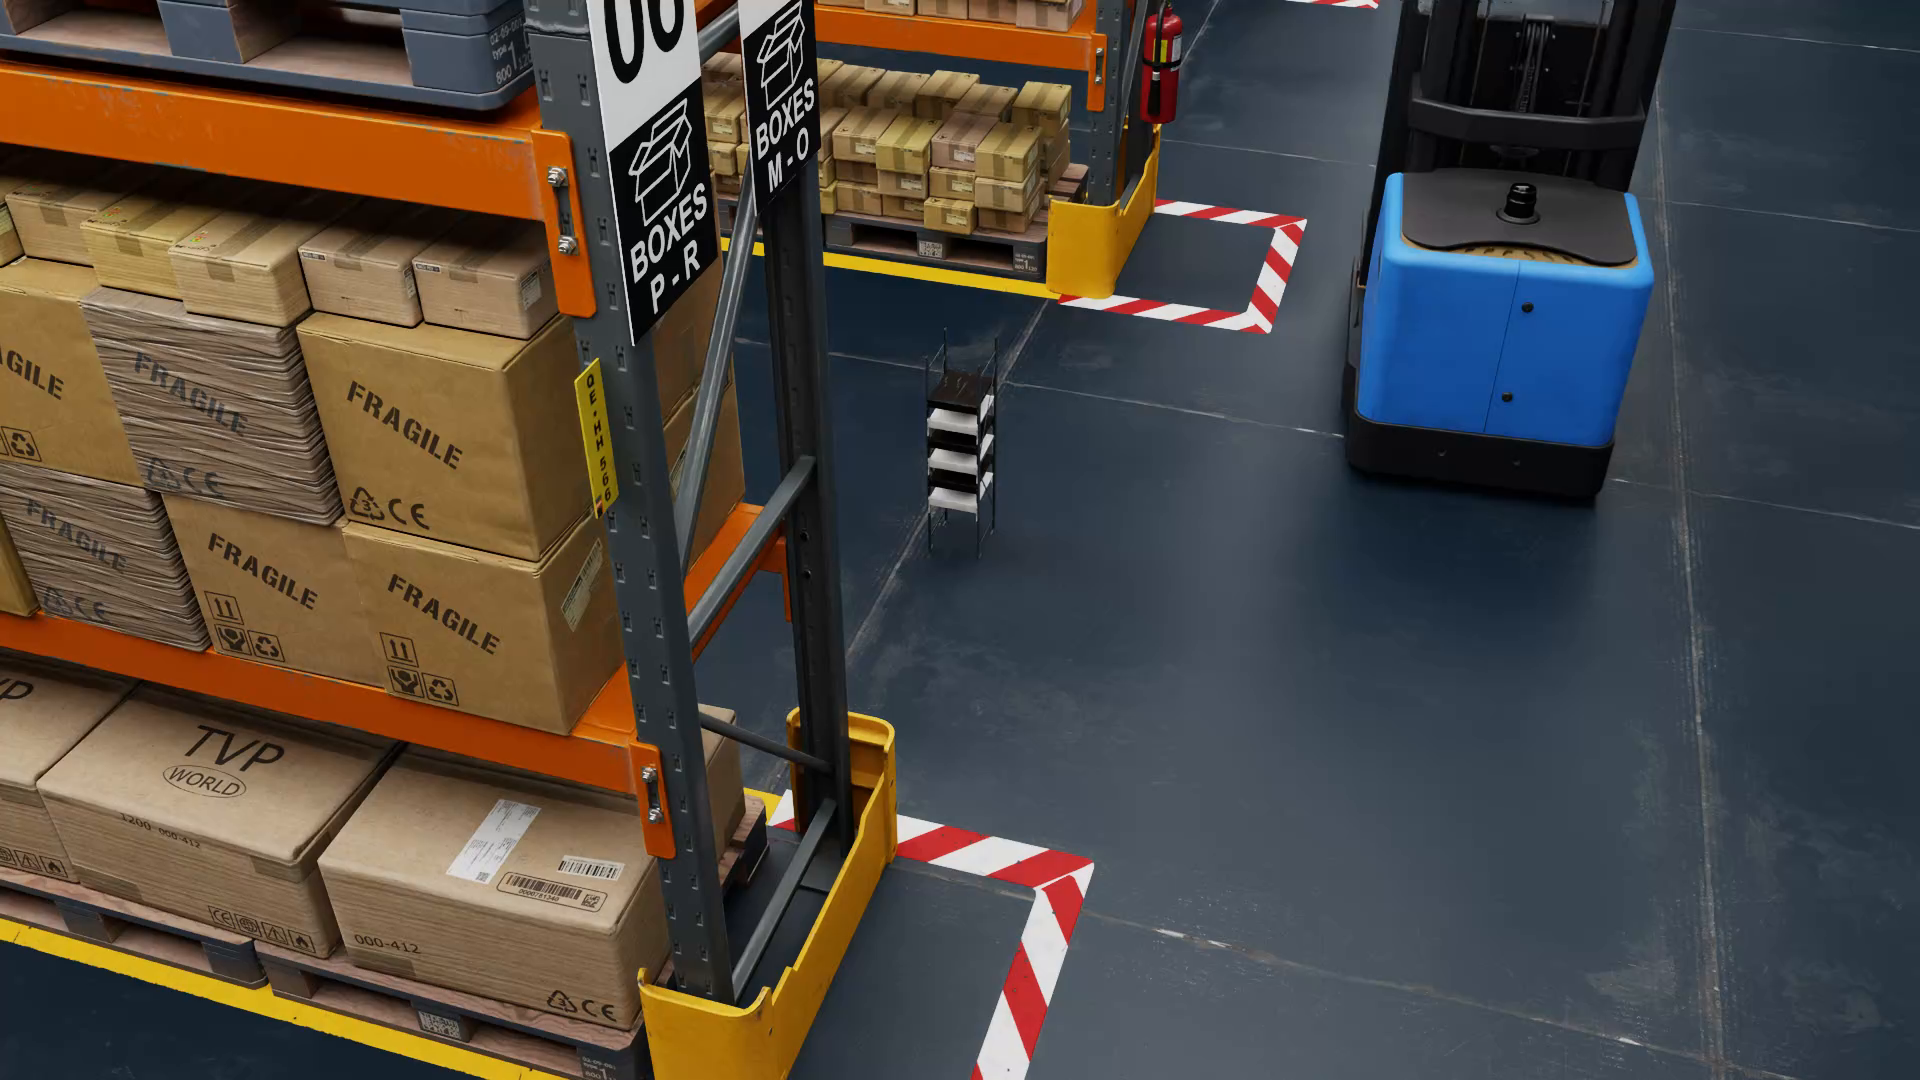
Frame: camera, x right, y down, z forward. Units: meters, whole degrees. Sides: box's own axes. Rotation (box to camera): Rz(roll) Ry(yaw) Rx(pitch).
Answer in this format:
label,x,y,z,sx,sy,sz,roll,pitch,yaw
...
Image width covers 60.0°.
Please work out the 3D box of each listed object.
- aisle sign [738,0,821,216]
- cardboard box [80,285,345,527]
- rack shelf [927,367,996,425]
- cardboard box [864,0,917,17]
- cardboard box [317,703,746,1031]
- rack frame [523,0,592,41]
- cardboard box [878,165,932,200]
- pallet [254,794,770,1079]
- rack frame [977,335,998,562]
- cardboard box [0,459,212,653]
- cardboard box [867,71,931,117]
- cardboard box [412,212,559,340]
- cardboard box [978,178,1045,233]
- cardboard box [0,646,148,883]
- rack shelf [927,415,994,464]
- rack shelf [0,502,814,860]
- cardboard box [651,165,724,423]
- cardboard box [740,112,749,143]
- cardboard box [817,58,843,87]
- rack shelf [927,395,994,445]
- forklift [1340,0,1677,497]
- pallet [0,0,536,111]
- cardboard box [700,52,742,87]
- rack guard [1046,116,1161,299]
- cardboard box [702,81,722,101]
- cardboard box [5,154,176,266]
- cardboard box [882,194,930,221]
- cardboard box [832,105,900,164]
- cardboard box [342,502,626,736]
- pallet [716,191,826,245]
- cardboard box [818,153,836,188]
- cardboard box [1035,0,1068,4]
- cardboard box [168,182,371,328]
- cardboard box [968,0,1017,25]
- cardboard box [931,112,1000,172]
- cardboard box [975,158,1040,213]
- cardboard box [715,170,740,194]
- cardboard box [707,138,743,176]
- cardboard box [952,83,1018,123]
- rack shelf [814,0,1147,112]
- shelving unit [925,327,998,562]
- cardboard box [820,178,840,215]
label,x,y,z,sx,sy,sz,roll,pitch,yaw
aisle sign,-0.391,-1.141,3.577,0.004,0.787,0.394,10,38,14
cardboard box,-1.585,-0.412,3.852,0.500,0.500,0.500,11,38,14
rack shelf,0.008,-0.552,6.341,0.200,0.077,0.258,10,38,14
cardboard box,-0.282,-2.691,8.088,0.250,0.149,0.380,11,38,15
cardboard box,-1.206,0.860,4.859,0.875,0.438,0.875,9,37,12
rack frame,-0.546,-2.359,2.364,0.127,3.000,1.000,10,38,14
cardboard box,-0.252,-1.925,8.635,0.250,0.149,0.380,9,37,12
pallet,-1.332,1.083,5.101,1.213,0.211,1.003,10,38,14
rack frame,0.105,-0.343,6.457,0.006,0.900,0.240,10,38,14
cardboard box,-2.054,-0.101,4.273,0.500,0.500,0.500,12,38,15
cardboard box,-0.328,-2.402,9.031,0.250,0.149,0.380,9,37,12
cardboard box,-0.948,-0.597,3.556,0.250,0.149,0.380,11,38,15
cardboard box,0.269,-1.758,8.658,0.250,0.149,0.380,11,38,15
cardboard box,-2.942,0.542,5.290,0.875,0.438,0.875,9,37,13
rack shelf,0.008,-0.407,6.448,0.200,0.077,0.258,10,38,14
rack shelf,-2.455,-0.007,4.836,4.000,0.370,1.077,10,38,14
cardboard box,-0.919,-0.632,4.150,0.500,0.500,0.500,10,37,13
cardboard box,-0.975,-2.230,8.798,0.250,0.149,0.380,9,37,12
cardboard box,-0.827,-2.528,9.204,0.250,0.149,0.380,11,38,15
rack shelf,0.008,-0.479,6.394,0.200,0.077,0.258,10,38,14
forklift,2.474,-2.232,7.310,1.130,2.935,3.031,8,37,10
pallet,-1.257,-1.241,3.449,1.213,0.211,1.003,10,38,14
cardboard box,-1.300,-2.625,9.334,0.250,0.149,0.380,9,37,12
rack guard,0.761,-1.768,8.731,0.348,0.500,1.175,10,38,14
cardboard box,-1.457,-2.326,8.929,0.250,0.149,0.380,9,37,12
cardboard box,-1.926,-0.781,3.805,0.250,0.149,0.380,10,38,13
cardboard box,-0.233,-1.841,8.772,0.250,0.149,0.380,10,38,14
cardboard box,-0.483,-2.105,8.628,0.250,0.149,0.380,9,37,12
cardboard box,-1.085,0.081,4.025,0.500,0.500,0.500,11,38,14
pallet,-1.164,-2.032,9.333,1.213,0.211,1.003,10,38,14
cardboard box,-0.750,-2.009,8.749,0.250,0.149,0.380,11,38,15
cardboard box,0.328,-2.855,7.764,0.500,0.500,0.500,11,38,15
cardboard box,-1.469,-0.627,3.596,0.250,0.149,0.380,10,38,13
cardboard box,0.212,-2.623,7.996,0.250,0.149,0.380,10,38,14
cardboard box,0.030,-2.049,8.553,0.250,0.149,0.380,11,38,15
cardboard box,0.245,-1.834,8.511,0.250,0.149,0.380,10,37,13
cardboard box,-1.208,-2.034,9.034,0.250,0.149,0.380,12,38,15
cardboard box,-1.260,-2.098,8.870,0.250,0.149,0.380,11,38,14
cardboard box,0.136,-2.288,8.877,0.250,0.149,0.380,11,38,15
rack shelf,-1.075,-2.825,8.665,4.000,0.370,1.077,10,38,14
shelving unit,0.008,-0.361,6.481,0.210,0.900,0.258,10,38,14
cardboard box,-0.735,-1.887,8.834,0.250,0.149,0.380,9,37,12
